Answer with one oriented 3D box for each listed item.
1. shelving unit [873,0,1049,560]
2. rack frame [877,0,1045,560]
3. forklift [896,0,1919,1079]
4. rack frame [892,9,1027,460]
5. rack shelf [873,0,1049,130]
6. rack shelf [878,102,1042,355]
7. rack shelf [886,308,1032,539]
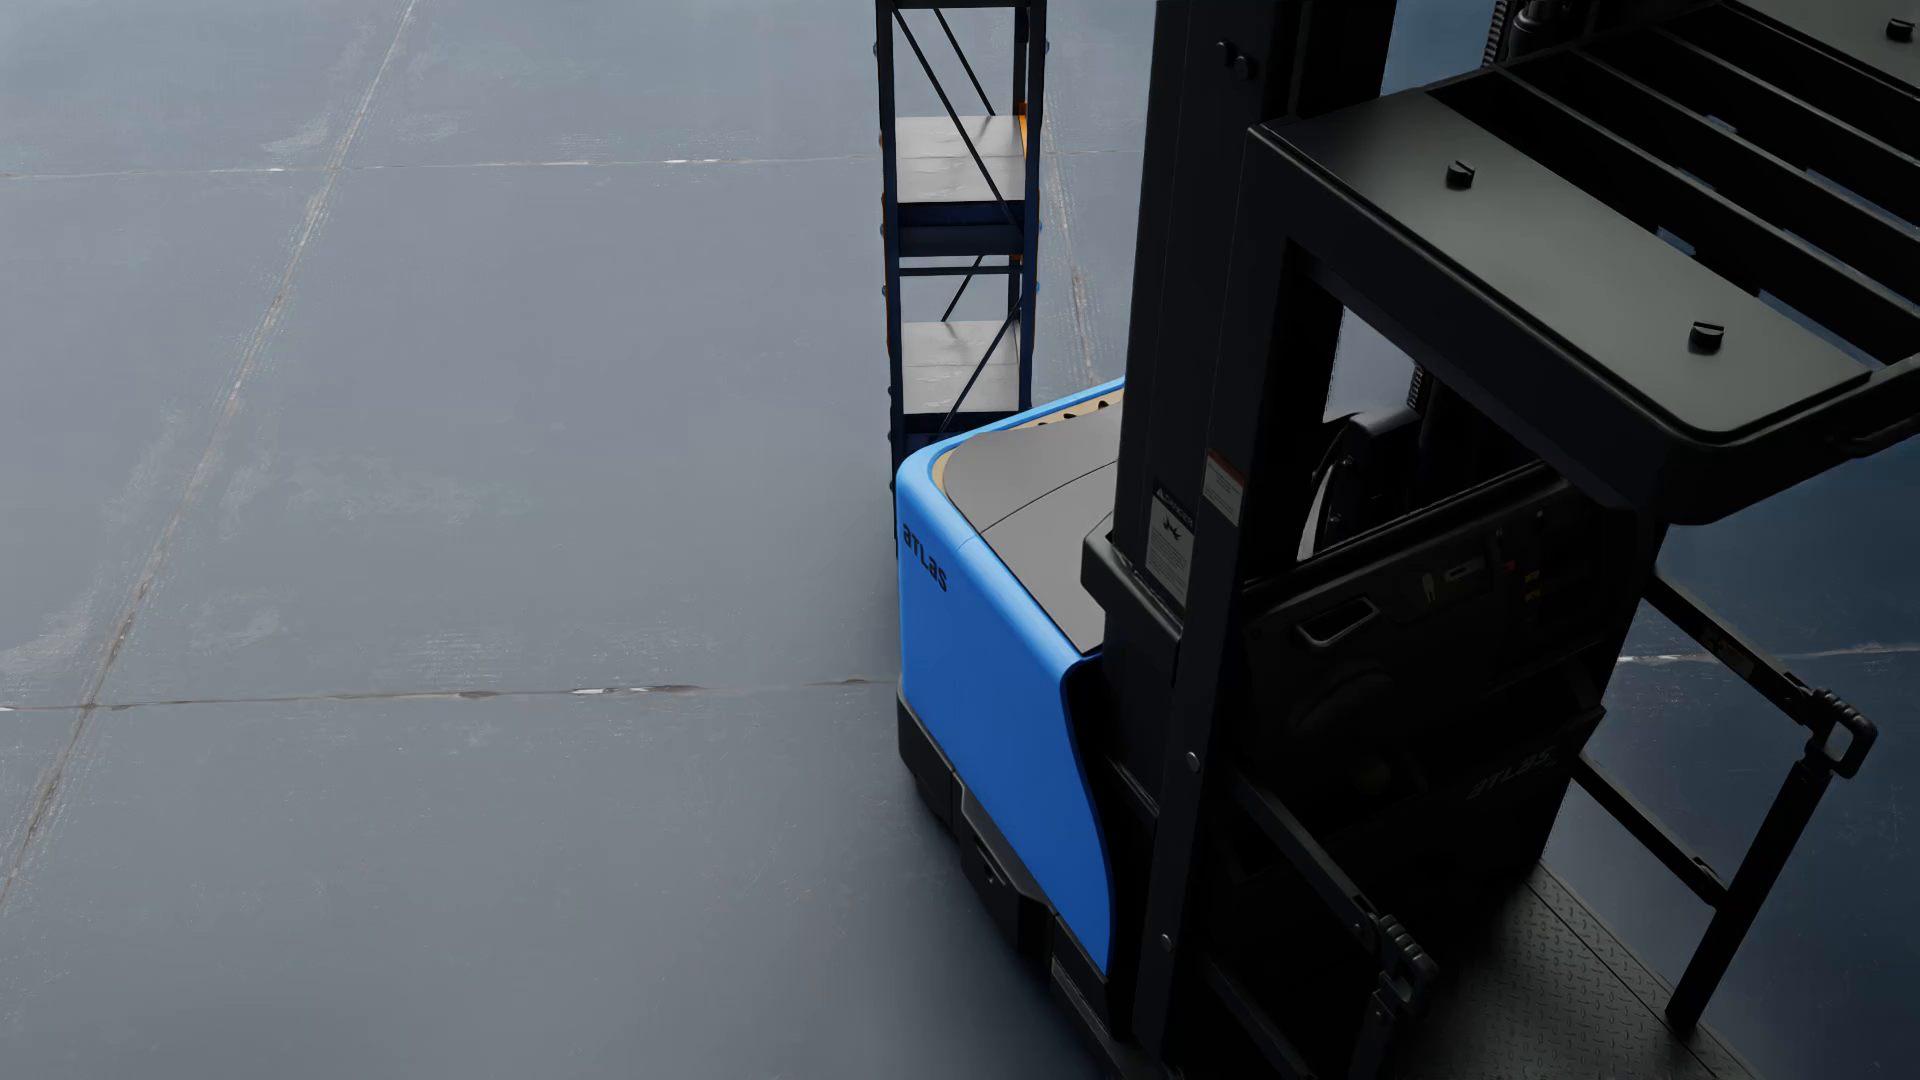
[{"bbox_3d":[-0.007,-0.886,4.662,0.431,2.100,0.503,-2,43,-2],"label":"shelving unit"},{"bbox_3d":[0.003,-0.721,4.483,0.400,2.100,0.015,-2,43,-2],"label":"rack frame"},{"bbox_3d":[0.993,0.225,2.835,1.130,2.935,3.031,-21,46,-21],"label":"forklift"},{"bbox_3d":[-0.017,-1.050,4.842,0.400,2.100,0.015,-2,43,-2],"label":"rack frame"},{"bbox_3d":[-0.007,-1.392,4.199,0.431,0.518,0.480,-2,43,-2],"label":"rack shelf"},{"bbox_3d":[-0.007,-0.876,4.672,0.431,0.518,0.480,-2,43,-2],"label":"rack shelf"},{"bbox_3d":[-0.007,-0.360,5.145,0.431,0.518,0.480,-2,43,-2],"label":"rack shelf"}]
